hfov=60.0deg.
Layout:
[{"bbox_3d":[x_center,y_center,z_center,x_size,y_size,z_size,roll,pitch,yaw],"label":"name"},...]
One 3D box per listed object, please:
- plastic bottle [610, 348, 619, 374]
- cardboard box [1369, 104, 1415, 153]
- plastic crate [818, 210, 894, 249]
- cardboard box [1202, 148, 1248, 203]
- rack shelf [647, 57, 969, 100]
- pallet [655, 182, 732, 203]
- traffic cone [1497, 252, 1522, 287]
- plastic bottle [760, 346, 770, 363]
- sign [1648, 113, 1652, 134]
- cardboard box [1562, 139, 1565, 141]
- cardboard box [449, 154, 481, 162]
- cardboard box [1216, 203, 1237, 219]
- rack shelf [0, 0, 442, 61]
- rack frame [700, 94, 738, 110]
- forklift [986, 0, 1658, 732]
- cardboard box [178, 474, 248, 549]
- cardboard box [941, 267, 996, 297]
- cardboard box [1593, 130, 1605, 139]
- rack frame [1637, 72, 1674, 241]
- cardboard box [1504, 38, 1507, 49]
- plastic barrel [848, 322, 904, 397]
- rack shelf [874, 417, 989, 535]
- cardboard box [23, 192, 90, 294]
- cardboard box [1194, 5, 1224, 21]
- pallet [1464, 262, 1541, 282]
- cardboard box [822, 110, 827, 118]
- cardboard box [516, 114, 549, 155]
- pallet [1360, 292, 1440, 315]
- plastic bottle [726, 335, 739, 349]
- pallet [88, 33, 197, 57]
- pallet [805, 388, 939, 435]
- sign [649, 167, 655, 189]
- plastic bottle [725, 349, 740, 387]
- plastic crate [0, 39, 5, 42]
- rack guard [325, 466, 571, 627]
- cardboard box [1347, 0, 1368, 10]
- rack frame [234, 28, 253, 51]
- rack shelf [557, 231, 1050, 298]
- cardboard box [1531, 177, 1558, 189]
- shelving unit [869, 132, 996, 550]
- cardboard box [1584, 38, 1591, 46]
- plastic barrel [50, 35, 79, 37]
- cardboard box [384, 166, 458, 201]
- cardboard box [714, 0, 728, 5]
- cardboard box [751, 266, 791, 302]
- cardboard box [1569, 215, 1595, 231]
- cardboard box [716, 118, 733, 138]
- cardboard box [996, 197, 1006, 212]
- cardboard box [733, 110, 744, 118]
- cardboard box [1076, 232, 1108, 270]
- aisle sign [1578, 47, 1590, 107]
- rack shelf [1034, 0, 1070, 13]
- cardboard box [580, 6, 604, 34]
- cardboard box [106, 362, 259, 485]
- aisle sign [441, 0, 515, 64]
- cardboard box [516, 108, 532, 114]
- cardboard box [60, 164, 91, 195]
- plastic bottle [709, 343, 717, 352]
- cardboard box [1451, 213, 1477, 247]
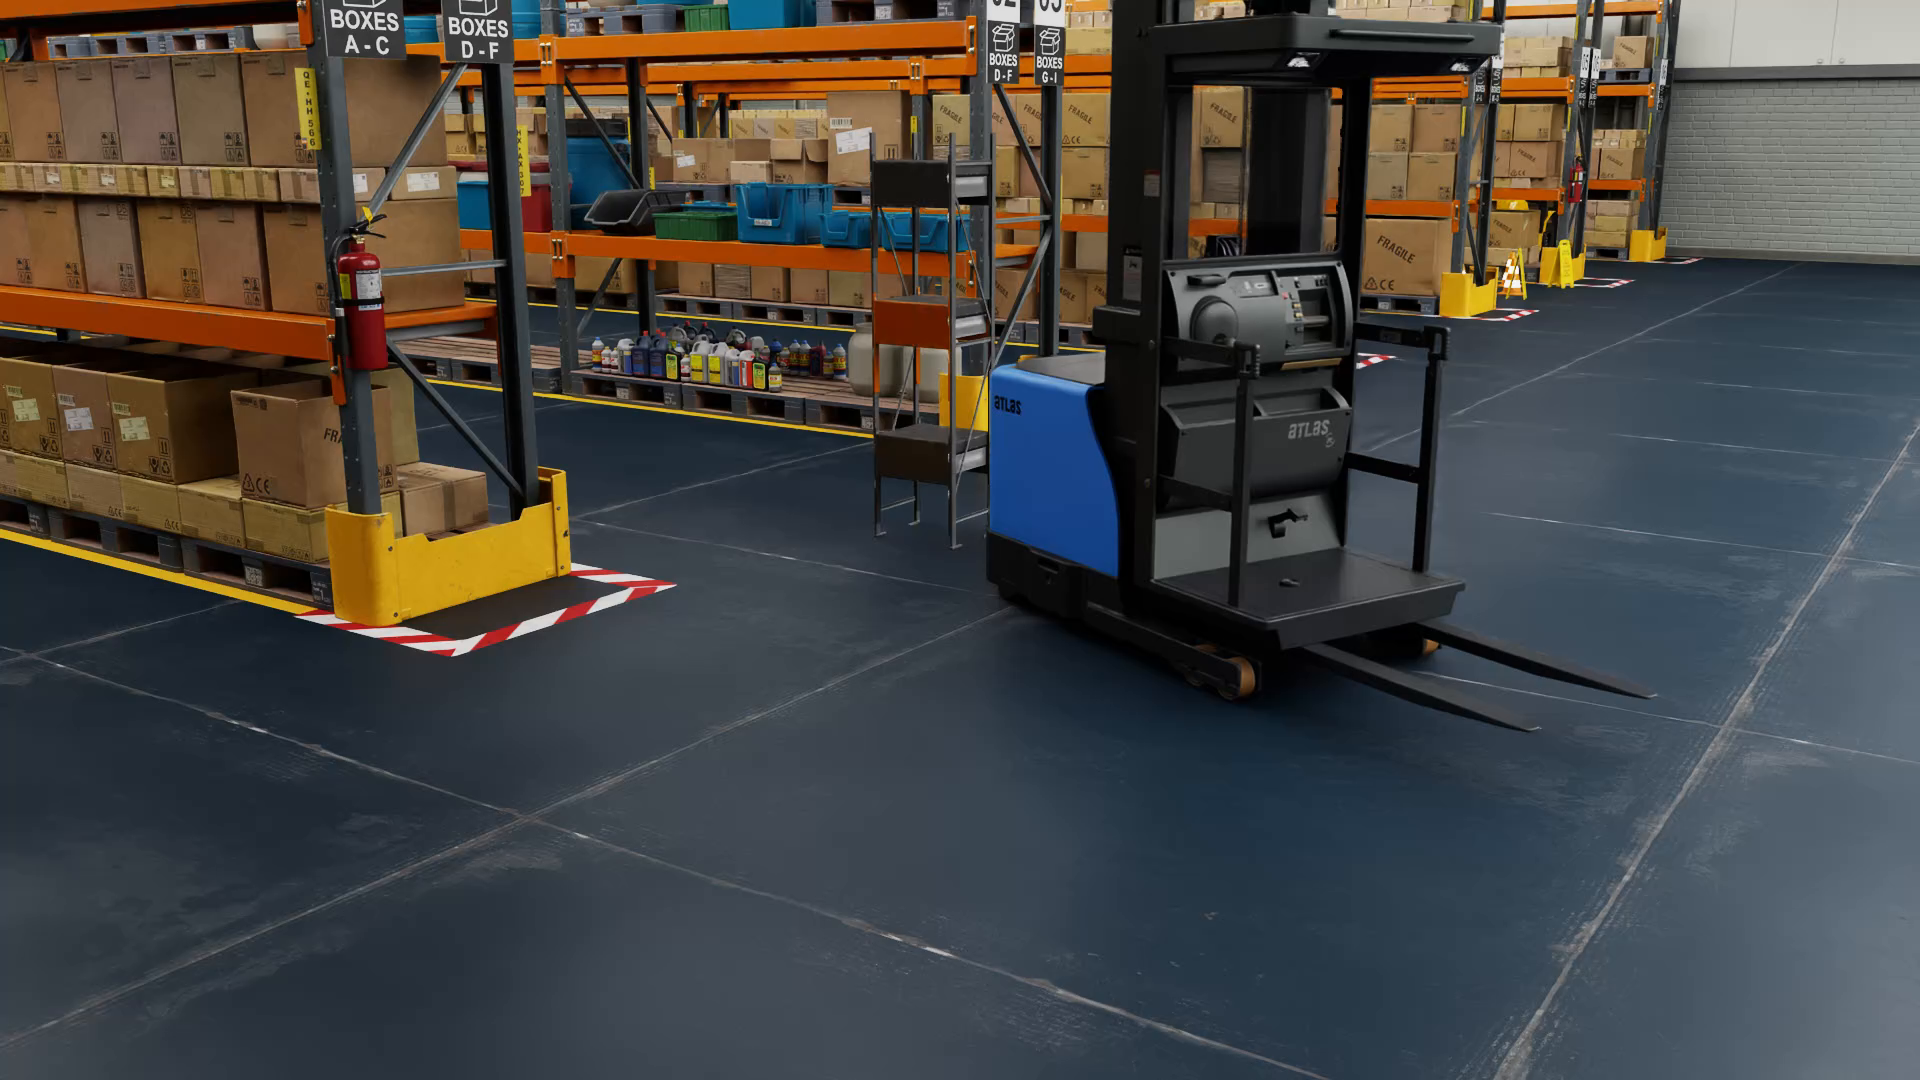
[{"bbox_3d":[-2.740,-1.433,13.277,0.097,0.201,0.097,0,14,0],"label":"plastic bottle"},{"bbox_3d":[5.212,-4.871,19.700,0.550,0.550,0.875,9,17,33],"label":"cardboard box"},{"bbox_3d":[-0.728,-2.222,11.867,0.408,0.251,0.499,9,17,33],"label":"plastic crate"},{"bbox_3d":[2.713,-3.458,15.724,0.500,0.500,0.875,9,17,33],"label":"cardboard box"},{"bbox_3d":[-1.824,-5.098,18.428,4.000,0.370,1.077,9,17,33],"label":"rack shelf"},{"bbox_3d":[-2.833,-4.092,19.508,1.003,0.211,1.213,9,17,33],"label":"pallet"},{"bbox_3d":[7.608,-3.731,22.933,0.334,0.463,0.336,9,17,33],"label":"traffic cone"},{"bbox_3d":[-1.561,-1.459,13.384,0.097,0.201,0.097,0,14,0],"label":"plastic bottle"},{"bbox_3d":[11.138,-6.723,26.837,0.005,0.325,0.100,9,17,33],"label":"sign"},{"bbox_3d":[10.151,-6.644,27.861,0.250,0.149,0.380,9,16,31],"label":"cardboard box"},{"bbox_3d":[-6.143,-4.665,21.219,0.500,0.500,0.500,9,17,33],"label":"cardboard box"},{"bbox_3d":[2.596,-3.095,15.606,0.250,0.149,0.380,9,17,33],"label":"cardboard box"},{"bbox_3d":[-4.037,-2.587,8.284,4.000,0.370,1.077,9,17,33],"label":"rack shelf"},{"bbox_3d":[-4.591,-7.308,32.102,0.127,3.000,1.000,9,17,33],"label":"rack frame"},{"bbox_3d":[1.327,-0.938,6.513,1.130,2.935,3.031,-9,16,-31],"label":"forklift"},{"bbox_3d":[-3.409,-0.158,8.068,0.500,0.250,0.500,9,17,33],"label":"cardboard box"},{"bbox_3d":[0.145,-2.651,17.620,0.500,0.500,0.500,9,16,31],"label":"cardboard box"},{"bbox_3d":[10.583,-6.723,27.561,0.250,0.149,0.380,10,17,34],"label":"cardboard box"},{"bbox_3d":[11.452,-6.152,27.434,0.127,3.000,1.000,9,17,33],"label":"rack frame"},{"bbox_3d":[7.644,-6.987,23.426,0.250,0.149,0.380,9,17,33],"label":"cardboard box"},{"bbox_3d":[-0.615,-1.335,12.277,0.421,0.512,0.421,0,14,0],"label":"plastic barrel"},{"bbox_3d":[-0.137,-0.349,8.832,0.480,0.518,0.431,9,17,33],"label":"rack shelf"},{"bbox_3d":[-4.469,-1.601,8.839,0.500,0.500,0.700,9,17,34],"label":"cardboard box"},{"bbox_3d":[2.311,-4.811,15.256,0.250,0.149,0.380,8,16,30],"label":"cardboard box"},{"bbox_3d":[7.968,-3.935,24.279,1.213,0.211,1.003,9,17,33],"label":"pallet"},{"bbox_3d":[-2.285,-7.721,30.131,0.250,0.149,0.380,9,17,32],"label":"cardboard box"},{"bbox_3d":[-5.181,-5.072,20.776,0.637,0.503,0.797,10,17,35],"label":"cardboard box"},{"bbox_3d":[5.299,-2.900,20.097,1.213,0.211,1.003,9,17,33],"label":"pallet"},{"bbox_3d":[-1.842,-1.508,13.411,0.133,0.283,0.061,9,17,33],"label":"plastic bottle"},{"bbox_3d":[-7.919,-4.935,16.668,1.213,0.211,1.003,9,17,33],"label":"pallet"},{"bbox_3d":[-0.370,-0.956,12.245,1.213,0.211,1.003,9,17,33],"label":"pallet"},{"bbox_3d":[-2.613,-2.978,14.033,0.005,0.325,0.100,9,17,33],"label":"sign"},{"bbox_3d":[-1.687,-1.307,12.612,0.135,0.276,0.152,9,16,31],"label":"plastic bottle"},{"bbox_3d":[-10.445,-5.422,18.512,0.590,0.269,0.497,9,17,33],"label":"plastic crate"},{"bbox_3d":[-2.357,0.005,7.762,0.348,0.500,1.175,9,17,33],"label":"rack guard"},{"bbox_3d":[4.696,-6.249,19.363,0.250,0.149,0.380,9,17,33],"label":"cardboard box"},{"bbox_3d":[-6.248,-3.271,15.796,0.127,3.000,1.000,9,17,33],"label":"rack frame"},{"bbox_3d":[-1.269,-2.118,12.632,4.000,0.370,1.077,9,17,33],"label":"rack shelf"},{"bbox_3d":[8.256,-5.048,23.494,0.250,0.149,0.380,10,17,35],"label":"cardboard box"},{"bbox_3d":[-0.137,-1.041,8.661,0.503,2.100,0.431,9,17,33],"label":"shelving unit"},{"bbox_3d":[10.155,-8.077,27.678,0.500,0.500,0.700,9,17,33],"label":"cardboard box"},{"bbox_3d":[-9.270,-5.413,17.049,0.433,0.535,0.433,0,14,0],"label":"plastic barrel"},{"bbox_3d":[-2.583,-1.670,7.771,0.250,0.149,0.380,9,17,32],"label":"cardboard box"},{"bbox_3d":[-2.397,-5.757,18.347,0.500,0.500,0.500,9,16,31],"label":"cardboard box"},{"bbox_3d":[-1.975,-3.027,19.095,0.500,0.500,0.700,11,18,37],"label":"cardboard box"},{"bbox_3d":[10.464,-5.336,27.946,0.500,0.250,0.500,9,17,32],"label":"cardboard box"},{"bbox_3d":[-4.352,-7.721,31.480,0.500,0.500,0.500,9,16,32],"label":"cardboard box"},{"bbox_3d":[0.482,-3.416,16.903,0.250,0.149,0.380,9,17,33],"label":"cardboard box"},{"bbox_3d":[-4.042,-7.975,31.159,0.250,0.149,0.380,10,17,35],"label":"cardboard box"},{"bbox_3d":[2.122,-3.875,22.043,0.750,0.750,1.050,9,17,33],"label":"cardboard box"},{"bbox_3d":[8.575,-6.358,22.854,0.004,0.787,0.394,9,17,33],"label":"aisle sign"},{"bbox_3d":[0.387,-8.872,28.265,4.000,0.370,1.077,9,17,33],"label":"rack shelf"},{"bbox_3d":[-4.030,-6.036,19.635,0.637,0.503,0.797,10,17,36],"label":"cardboard box"},{"bbox_3d":[-3.826,-0.588,8.245,0.500,0.500,0.500,9,17,33],"label":"cardboard box"},{"bbox_3d":[-2.152,-2.526,7.373,0.004,0.787,0.394,9,17,33],"label":"aisle sign"},{"bbox_3d":[-7.046,-6.872,27.435,0.500,0.500,0.500,9,17,32],"label":"cardboard box"},{"bbox_3d":[-4.294,-1.830,8.414,0.250,0.149,0.380,9,17,32],"label":"cardboard box"},{"bbox_3d":[-1.920,-1.386,12.933,0.135,0.276,0.152,9,17,33],"label":"plastic bottle"},{"bbox_3d":[7.440,-4.520,24.128,0.500,0.500,0.500,10,17,35],"label":"cardboard box"}]
